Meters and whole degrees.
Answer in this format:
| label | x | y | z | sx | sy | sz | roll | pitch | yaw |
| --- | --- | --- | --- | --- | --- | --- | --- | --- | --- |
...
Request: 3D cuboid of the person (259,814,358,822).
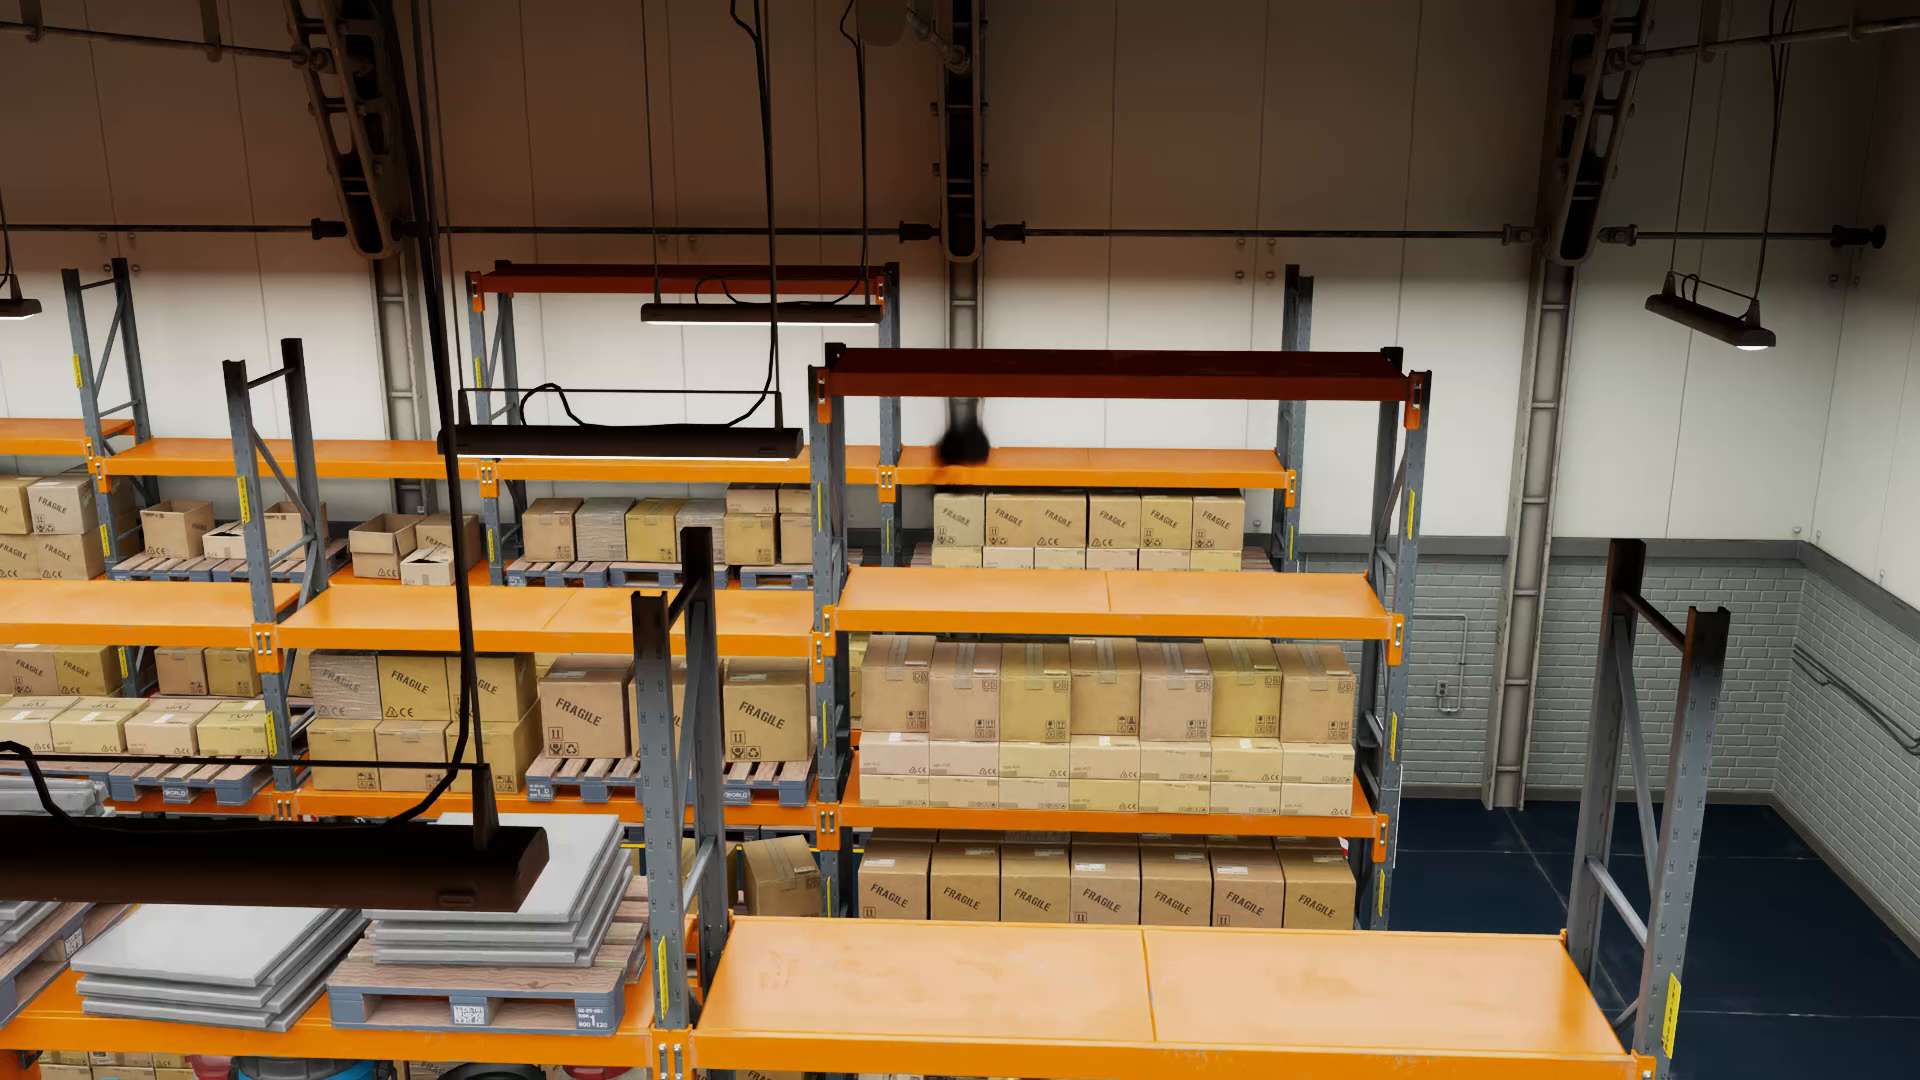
| label | x | y | z | sx | sy | sz | roll | pitch | yaw |
| --- | --- | --- | --- | --- | --- | --- | --- | --- | --- |
| person | -6.132 | 2.952 | 15.636 | 0.692 | 1.357 | 0.810 | 8 | 18 | 27 |
